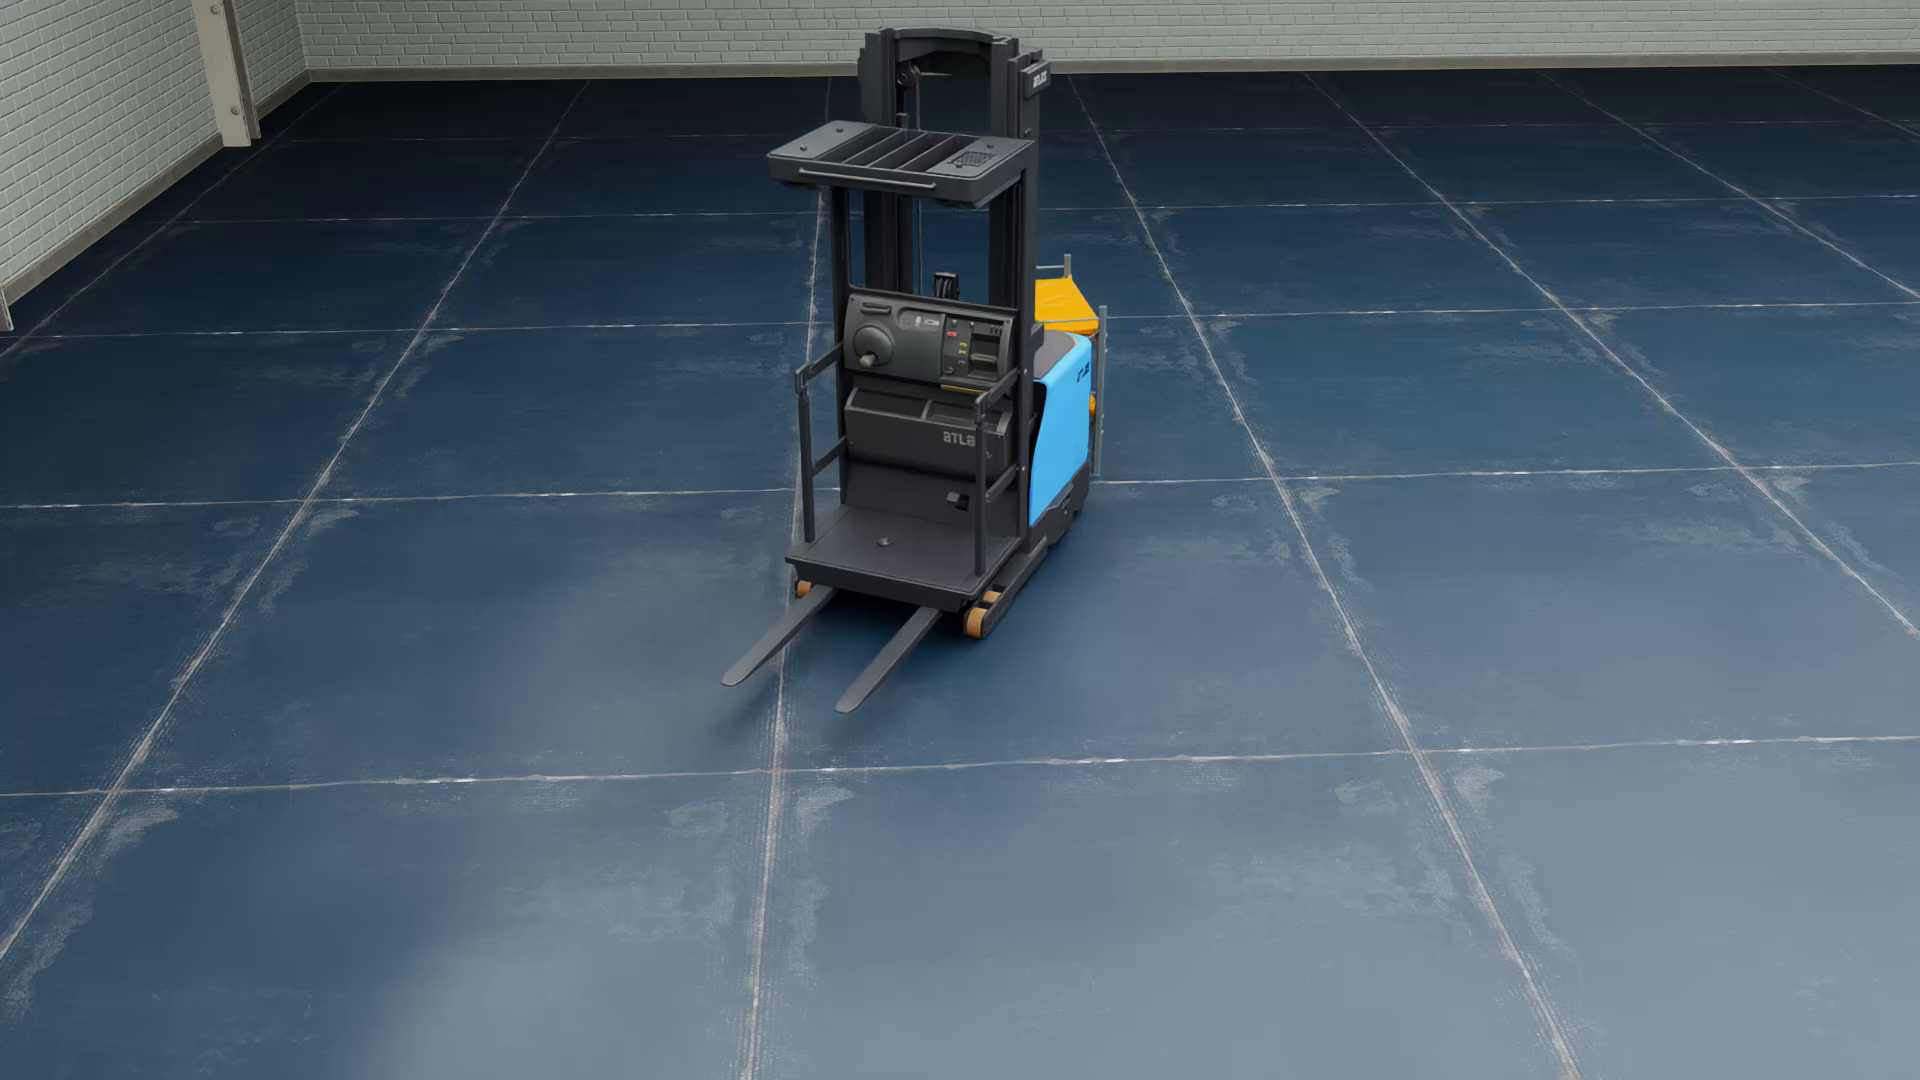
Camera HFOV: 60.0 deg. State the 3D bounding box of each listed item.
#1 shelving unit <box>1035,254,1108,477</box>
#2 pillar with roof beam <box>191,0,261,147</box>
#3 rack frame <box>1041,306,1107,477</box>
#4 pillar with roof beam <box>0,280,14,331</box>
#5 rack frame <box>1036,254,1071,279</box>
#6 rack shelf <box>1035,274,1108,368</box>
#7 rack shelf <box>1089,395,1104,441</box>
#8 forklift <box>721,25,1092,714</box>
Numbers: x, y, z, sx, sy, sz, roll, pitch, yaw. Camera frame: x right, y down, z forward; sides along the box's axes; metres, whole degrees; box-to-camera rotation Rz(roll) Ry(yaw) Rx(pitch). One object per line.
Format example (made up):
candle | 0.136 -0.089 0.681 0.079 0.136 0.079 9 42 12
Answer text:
shelving unit | 0.557 -1.123 10.687 0.538 1.125 1.048 -4 28 -8
pillar with roof beam | -3.495 -8.413 16.149 9.100 9.000 0.400 -1 28 -3
rack frame | 0.635 -0.891 10.241 0.500 1.125 0.032 -4 28 -8
pillar with roof beam | -3.181 -5.642 10.836 9.100 9.000 0.400 -1 28 -3
rack frame | 0.478 -1.355 11.132 0.500 1.125 0.032 -4 28 -8
rack shelf | 0.557 -1.383 10.551 0.538 0.278 1.000 -4 28 -8
rack shelf | 0.557 -0.906 10.800 0.538 0.278 1.000 -4 28 -8
forklift | -0.251 -1.001 8.501 1.130 2.935 3.031 11 29 20
